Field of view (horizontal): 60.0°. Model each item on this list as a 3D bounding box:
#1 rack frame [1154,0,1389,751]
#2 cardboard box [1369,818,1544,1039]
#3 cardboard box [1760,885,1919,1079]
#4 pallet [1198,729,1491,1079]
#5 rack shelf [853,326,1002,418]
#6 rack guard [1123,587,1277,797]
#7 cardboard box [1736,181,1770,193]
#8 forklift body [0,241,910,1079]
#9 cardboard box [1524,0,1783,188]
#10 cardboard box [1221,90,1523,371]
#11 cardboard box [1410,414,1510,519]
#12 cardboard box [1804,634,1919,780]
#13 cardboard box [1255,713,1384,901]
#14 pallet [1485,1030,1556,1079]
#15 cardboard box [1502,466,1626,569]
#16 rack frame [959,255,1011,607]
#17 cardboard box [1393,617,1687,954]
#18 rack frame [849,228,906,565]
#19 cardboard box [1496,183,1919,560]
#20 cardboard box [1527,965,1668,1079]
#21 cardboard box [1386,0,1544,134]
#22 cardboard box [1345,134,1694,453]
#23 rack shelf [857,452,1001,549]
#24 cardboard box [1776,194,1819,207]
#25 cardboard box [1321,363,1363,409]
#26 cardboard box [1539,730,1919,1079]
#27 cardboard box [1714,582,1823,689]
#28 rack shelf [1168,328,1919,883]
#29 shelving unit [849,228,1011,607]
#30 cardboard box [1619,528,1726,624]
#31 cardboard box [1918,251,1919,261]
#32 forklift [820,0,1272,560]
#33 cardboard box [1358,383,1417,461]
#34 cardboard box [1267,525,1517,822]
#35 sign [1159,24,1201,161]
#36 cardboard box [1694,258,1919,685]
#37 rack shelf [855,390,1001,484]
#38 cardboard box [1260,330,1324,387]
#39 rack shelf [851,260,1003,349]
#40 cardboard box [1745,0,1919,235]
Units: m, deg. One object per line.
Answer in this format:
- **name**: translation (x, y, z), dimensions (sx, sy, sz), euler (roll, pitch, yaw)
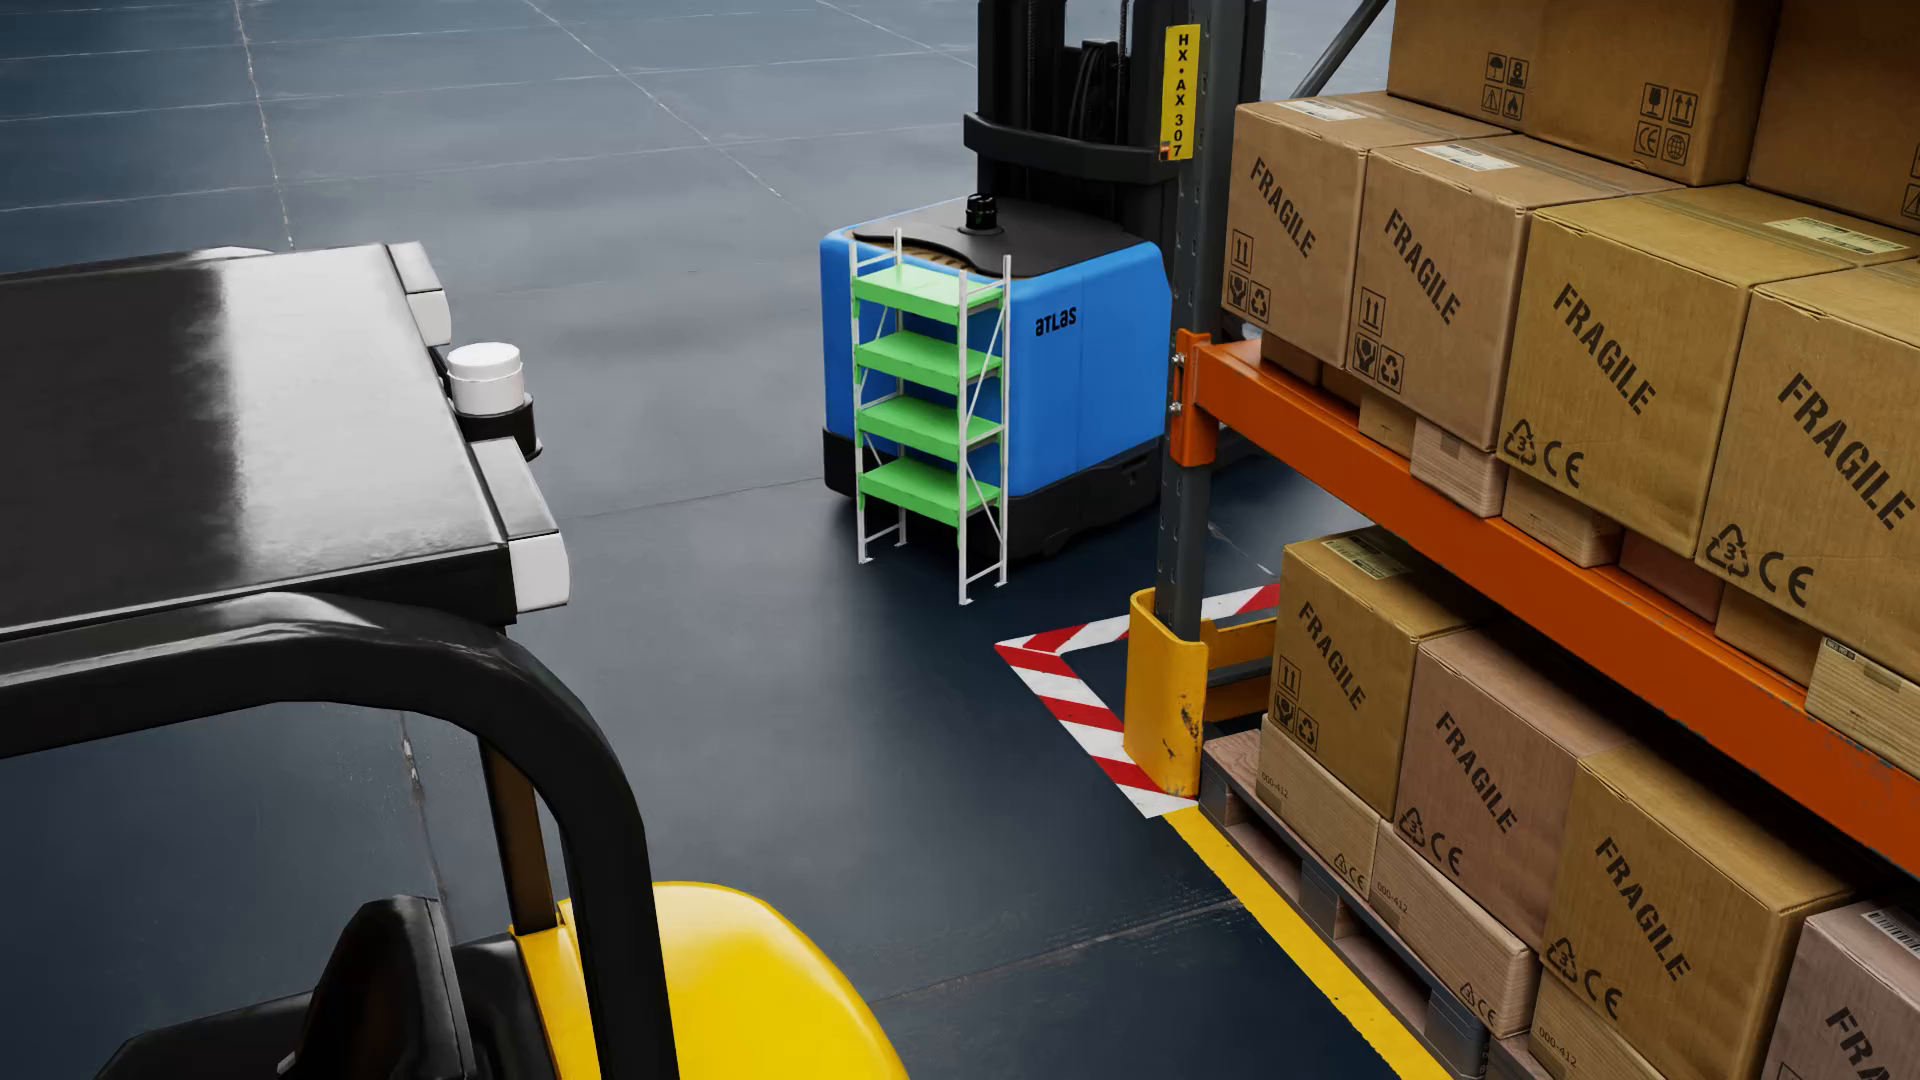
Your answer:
- **rack frame**: translation (1.044, -0.805, 4.479), dimensions (1.000, 3.000, 0.127), euler (-11, 28, -21)
- **cardboard box**: translation (1.298, 0.823, 3.801), dimensions (0.500, 0.250, 0.500), euler (-10, 28, -19)
- **cardboard box**: translation (1.730, 0.917, 2.754), dimensions (0.500, 0.500, 0.500), euler (-9, 27, -18)
- **pallet**: translation (1.359, 0.813, 4.344), dimensions (1.003, 0.211, 1.213), euler (-11, 28, -21)
- **rack shelf**: translation (-0.102, -0.578, 5.665), dimensions (0.480, 0.148, 0.258), euler (21, 33, 36)
- **rack guard**: translation (1.073, 0.349, 4.965), dimensions (1.175, 0.500, 0.348), euler (-11, 28, -21)
- **cardboard box**: translation (1.701, -0.608, 3.624), dimensions (0.500, 0.500, 0.500), euler (-11, 28, -20)
- **forklift body**: translation (-1.101, 0.883, 1.989), dimensions (2.313, 2.155, 1.214), euler (-11, 28, -21)
- **cardboard box**: translation (1.636, -1.058, 3.406), dimensions (0.700, 0.500, 0.500), euler (-10, 28, -20)
- **cardboard box**: translation (0.974, -0.744, 3.902), dimensions (0.500, 0.500, 0.500), euler (-11, 28, -21)
- **cardboard box**: translation (1.184, -0.188, 3.503), dimensions (0.380, 0.149, 0.250), euler (-10, 28, -20)
- **cardboard box**: translation (1.596, 0.230, 2.646), dimensions (0.380, 0.149, 0.250), euler (-10, 28, -20)
- **cardboard box**: translation (1.105, 0.616, 4.226), dimensions (0.500, 0.250, 0.500), euler (-11, 28, -21)
- **pallet**: translation (1.833, 1.305, 3.337), dimensions (1.003, 0.211, 1.213), euler (-11, 28, -21)
- **cardboard box**: translation (1.317, -0.089, 3.301), dimensions (0.380, 0.149, 0.250), euler (-10, 28, -19)
- **rack frame**: translation (0.081, -0.349, 5.597), dimensions (0.015, 1.200, 0.240), euler (21, 33, 36)
- **cardboard box**: translation (1.324, 0.498, 3.611), dimensions (0.500, 0.500, 0.500), euler (-12, 28, -23)
- **rack frame**: translation (-0.286, -0.490, 5.886), dimensions (0.015, 1.200, 0.240), euler (21, 33, 36)
- **cardboard box**: translation (1.380, -0.330, 3.054), dimensions (0.500, 0.500, 0.500), euler (-11, 28, -22)
- **cardboard box**: translation (1.523, 1.041, 3.354), dimensions (0.500, 0.250, 0.500), euler (-9, 27, -17)
- **cardboard box**: translation (1.444, -1.264, 3.827), dimensions (0.700, 0.500, 0.500), euler (-11, 28, -22)
- **cardboard box**: translation (1.180, -0.536, 3.475), dimensions (0.500, 0.500, 0.500), euler (-10, 28, -19)
- **rack shelf**: translation (-0.102, -0.147, 5.875), dimensions (0.480, 0.148, 0.258), euler (21, 33, 36)
- **cardboard box**: translation (1.894, -0.406, 3.209), dimensions (0.500, 0.500, 0.500), euler (-11, 28, -21)
- **cardboard box**: translation (1.098, -0.419, 3.977), dimensions (0.380, 0.149, 0.250), euler (-10, 28, -20)
- **cardboard box**: translation (1.513, 0.702, 3.193), dimensions (0.500, 0.500, 0.500), euler (-10, 28, -20)
- **cardboard box**: translation (1.551, 0.119, 2.875), dimensions (0.380, 0.149, 0.250), euler (-11, 28, -22)
- **rack shelf**: translation (1.827, 0.326, 2.983), dimensions (1.077, 0.370, 4.000), euler (-11, 28, -21)
- **shelving unit**: translation (-0.102, -0.420, 5.742), dimensions (0.503, 1.200, 0.258), euler (21, 33, 36)
- **cardboard box**: translation (1.475, 0.007, 3.103), dimensions (0.380, 0.149, 0.250), euler (-10, 28, -19)
- **cardboard box**: translation (1.998, -0.645, 2.559), dimensions (0.700, 0.500, 0.500), euler (-11, 28, -21)
- **forklift**: translation (0.851, -1.800, 6.597), dimensions (1.130, 2.935, 3.031), euler (23, 34, 39)
- **cardboard box**: translation (1.127, -0.298, 3.729), dimensions (0.380, 0.149, 0.250), euler (-12, 28, -22)
- **cardboard box**: translation (1.115, 0.288, 4.042), dimensions (0.500, 0.500, 0.500), euler (-12, 28, -22)
- **sign**: translation (0.544, -1.100, 4.098), dimensions (0.100, 0.325, 0.005), euler (-11, 28, -21)
- **cardboard box**: translation (1.587, -0.126, 2.637), dimensions (0.500, 0.500, 0.500), euler (-11, 28, -22)
- **rack shelf**: translation (-0.102, -0.362, 5.770), dimensions (0.480, 0.148, 0.258), euler (21, 33, 36)
- **cardboard box**: translation (0.986, -0.519, 4.180), dimensions (0.380, 0.149, 0.250), euler (-10, 28, -20)
- **rack shelf**: translation (-0.102, -0.794, 5.559), dimensions (0.480, 0.148, 0.258), euler (21, 33, 36)
- **cardboard box**: translation (1.930, -0.870, 3.020), dimensions (0.700, 0.500, 0.500), euler (-11, 28, -21)
